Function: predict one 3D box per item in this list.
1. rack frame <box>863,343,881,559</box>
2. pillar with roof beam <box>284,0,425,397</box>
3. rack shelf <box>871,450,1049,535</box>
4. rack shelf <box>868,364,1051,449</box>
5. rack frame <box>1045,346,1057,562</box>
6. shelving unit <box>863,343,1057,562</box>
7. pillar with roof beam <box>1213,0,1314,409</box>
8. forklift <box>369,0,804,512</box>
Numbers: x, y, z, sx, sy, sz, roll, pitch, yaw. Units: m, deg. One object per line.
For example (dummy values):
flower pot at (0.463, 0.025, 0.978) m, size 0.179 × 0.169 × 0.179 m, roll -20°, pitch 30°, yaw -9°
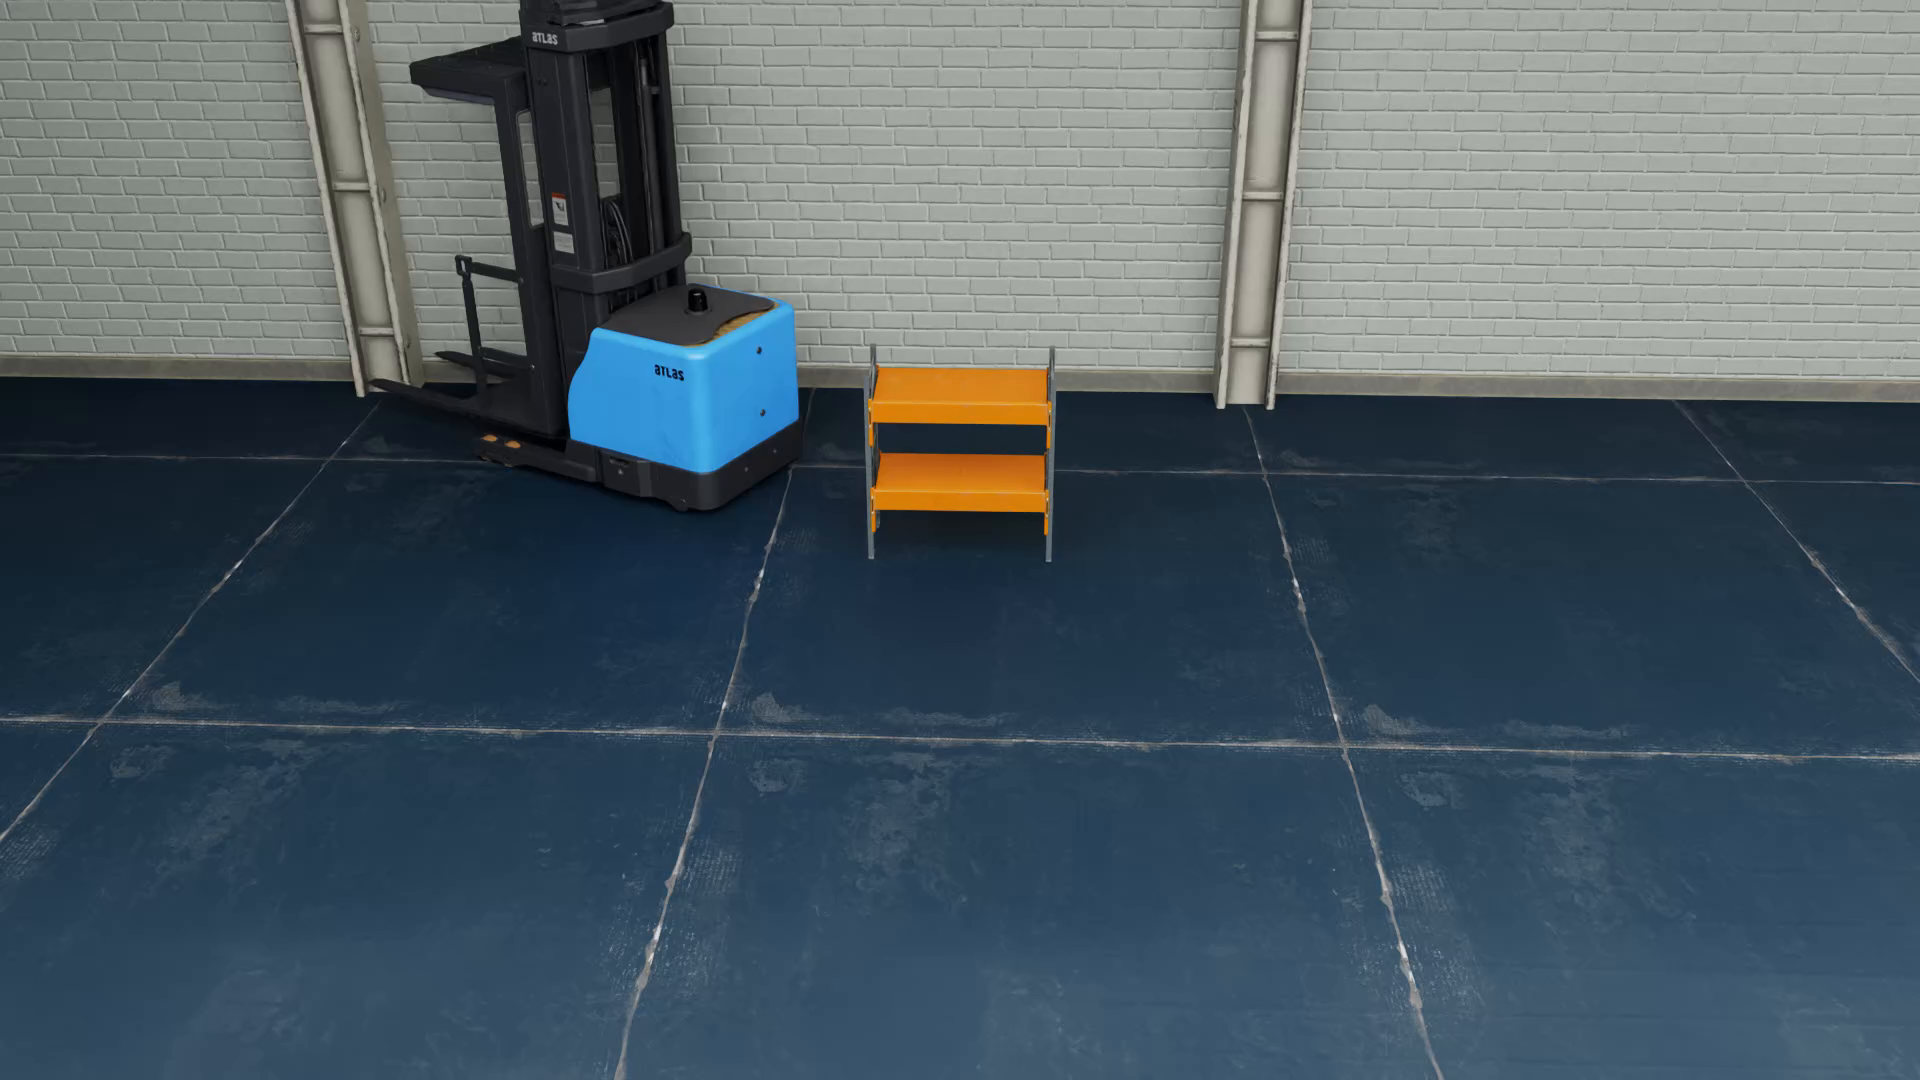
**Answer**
rack frame at (-0.501, -0.505, 9.502) m, size 0.032 × 1.125 × 0.500 m, roll 1°, pitch 28°, yaw 2°
pillar with roof beam at (-4.176, -3.036, 5.869) m, size 0.400 × 9.000 × 9.100 m, roll 1°, pitch 28°, yaw 2°
rack shelf at (0.007, -0.281, 9.601) m, size 1.000 × 0.278 × 0.538 m, roll 1°, pitch 28°, yaw 2°
rack shelf at (0.007, -0.755, 9.349) m, size 1.000 × 0.278 × 0.538 m, roll 1°, pitch 28°, yaw 2°
rack frame at (0.515, -0.488, 9.470) m, size 0.032 × 1.125 × 0.500 m, roll 1°, pitch 28°, yaw 2°
shelving unit at (0.007, -0.497, 9.486) m, size 1.048 × 1.125 × 0.538 m, roll 1°, pitch 28°, yaw 2°
pillar with roof beam at (1.820, -2.937, 5.682) m, size 0.400 × 9.000 × 9.100 m, roll 1°, pitch 28°, yaw 2°
forklift at (-2.540, -1.955, 10.309) m, size 3.031 × 2.935 × 1.130 m, roll 15°, pitch 31°, yaw 26°
